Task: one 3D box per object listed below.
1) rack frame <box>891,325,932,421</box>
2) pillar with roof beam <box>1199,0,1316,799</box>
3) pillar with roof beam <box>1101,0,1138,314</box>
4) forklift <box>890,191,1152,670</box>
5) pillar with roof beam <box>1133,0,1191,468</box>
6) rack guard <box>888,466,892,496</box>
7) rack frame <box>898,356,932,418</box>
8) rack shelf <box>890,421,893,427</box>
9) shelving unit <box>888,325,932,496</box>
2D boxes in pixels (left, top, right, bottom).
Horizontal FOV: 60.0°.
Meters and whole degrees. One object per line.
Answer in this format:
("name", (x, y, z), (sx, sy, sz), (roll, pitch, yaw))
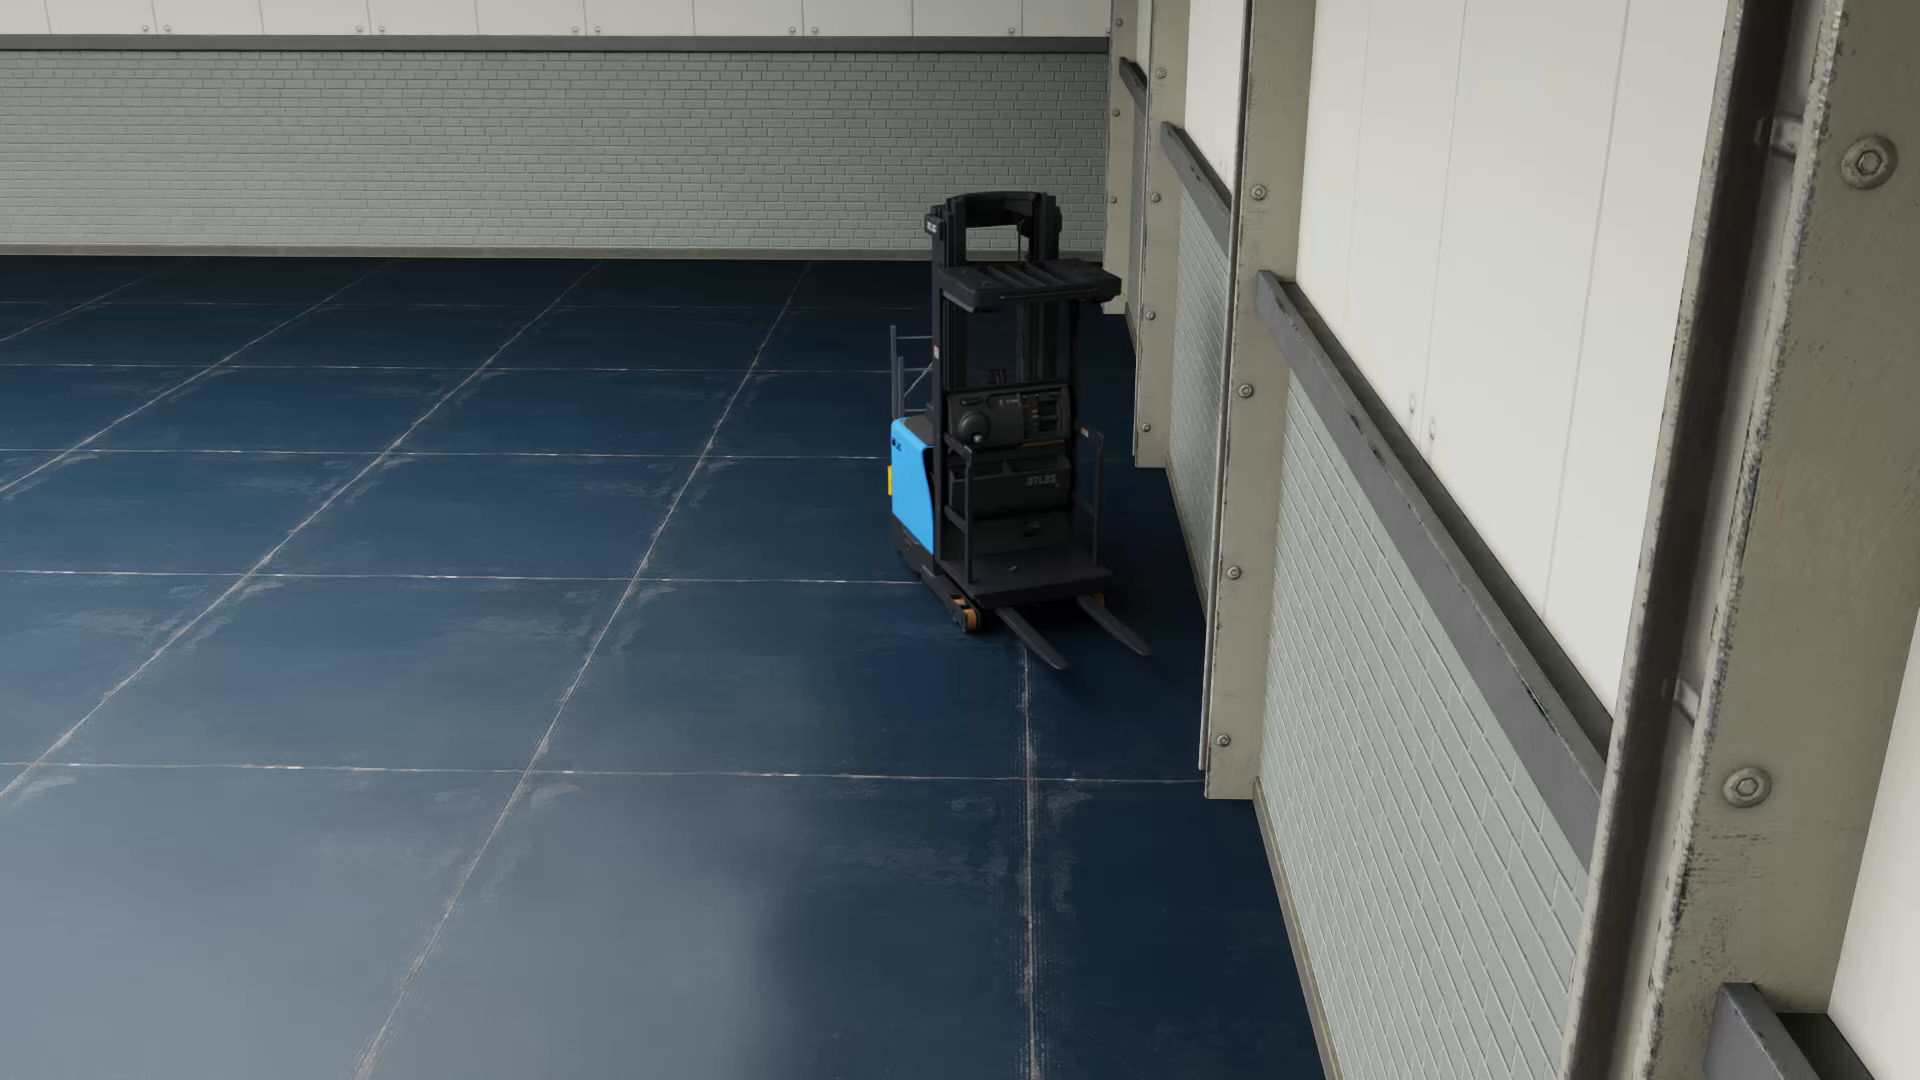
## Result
("rack frame", (-0.333, -1.116, 14.332), (0.500, 1.500, 0.032), (-2, 21, -5))
("pillar with roof beam", (-2.716, -2.811, 8.334), (9.100, 9.000, 0.400), (1, 21, 2))
("pillar with roof beam", (-2.351, -7.150, 19.516), (9.100, 9.000, 0.400), (1, 21, 2))
("forklift", (0.432, -0.879, 11.743), (1.130, 2.935, 3.031), (-8, 22, -19))
("pillar with roof beam", (-2.534, -4.981, 13.925), (9.100, 9.000, 0.400), (1, 21, 2))
("rack guard", (-0.331, -0.527, 14.540), (0.587, 0.250, 0.087), (-2, 21, -5))
("rack frame", (-0.237, -0.750, 13.389), (0.500, 1.500, 0.032), (-2, 21, -5))
("rack shelf", (-0.285, -0.765, 13.926), (0.538, 0.185, 1.000), (-2, 21, -5))
("shelving unit", (-0.284, -0.930, 13.852), (0.587, 1.500, 1.083), (-2, 21, -5))
